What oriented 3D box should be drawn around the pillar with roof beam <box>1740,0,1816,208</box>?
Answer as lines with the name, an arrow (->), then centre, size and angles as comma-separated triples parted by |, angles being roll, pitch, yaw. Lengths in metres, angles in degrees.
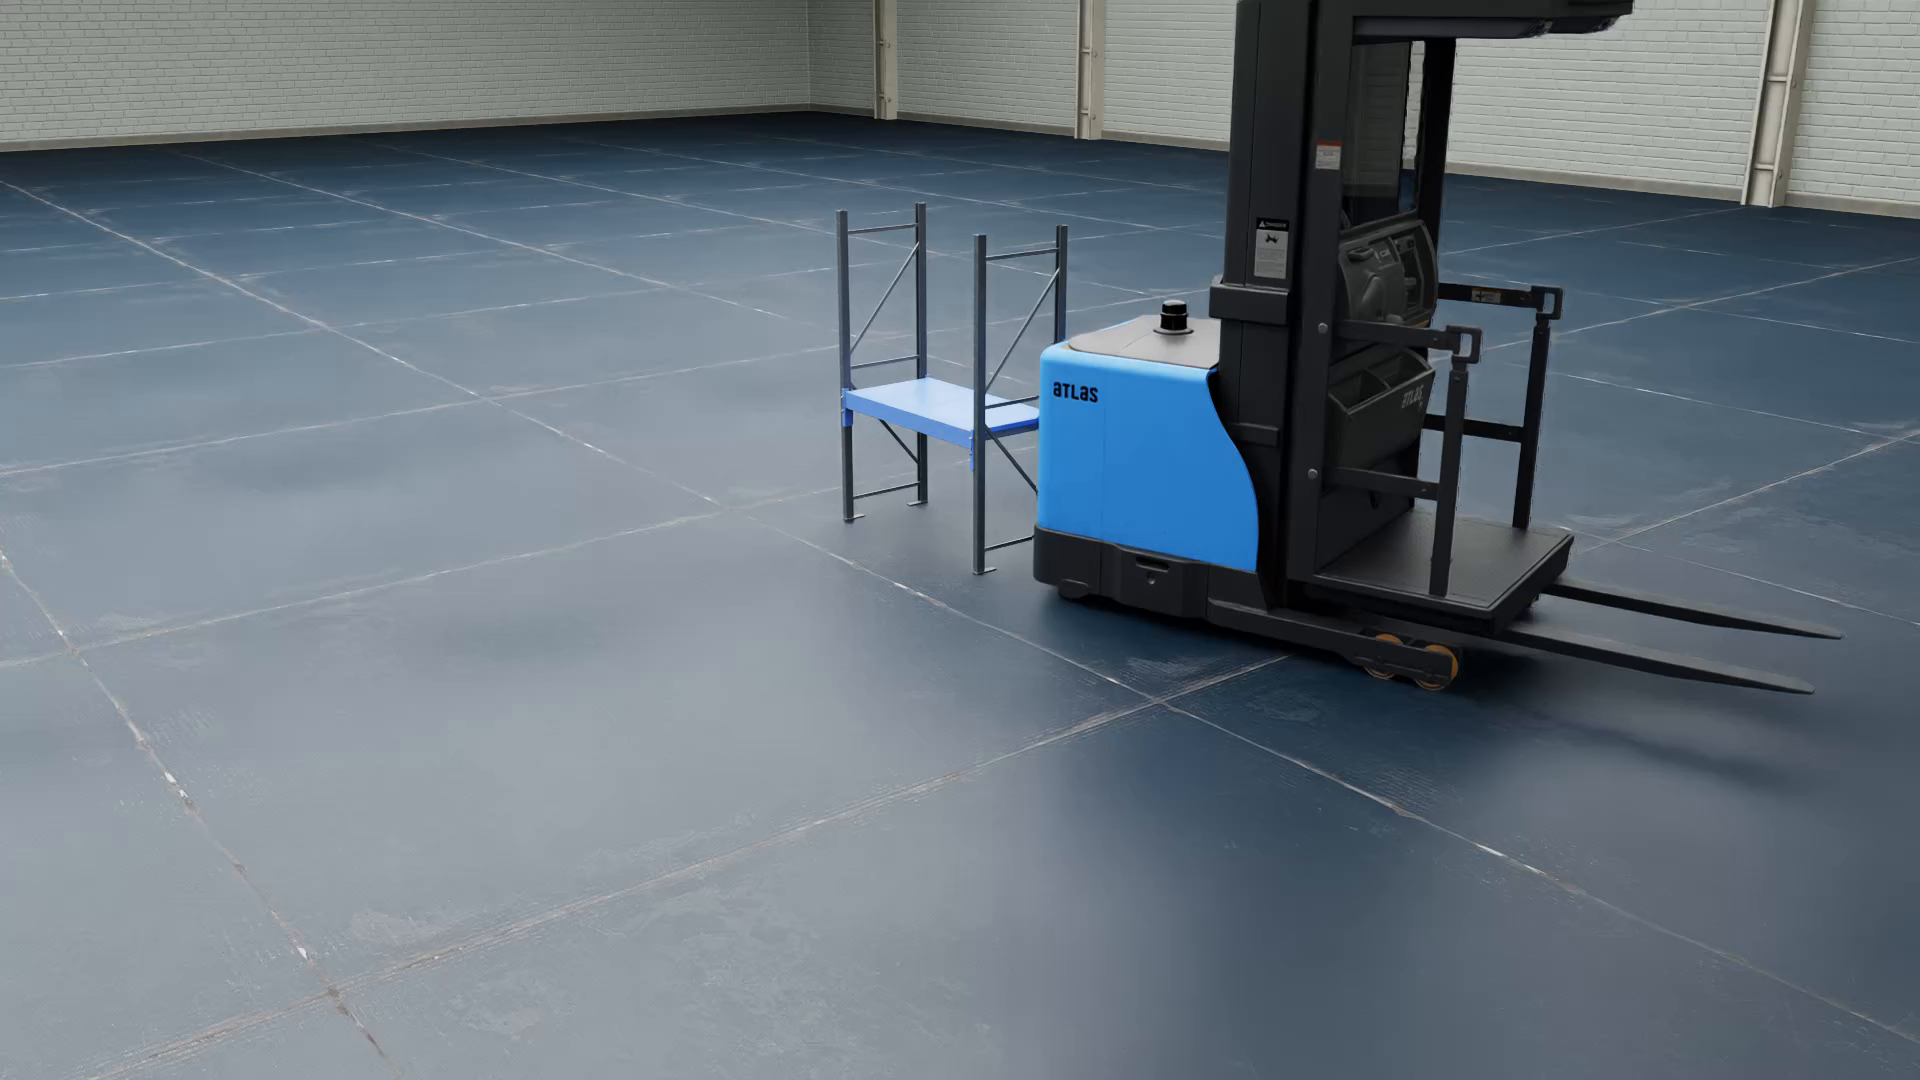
pillar with roof beam -> 6.318, -7.478, 16.132 | 9.100, 9.000, 0.400 | -14, 23, -36

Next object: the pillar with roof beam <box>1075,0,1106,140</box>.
pillar with roof beam -> -1.133, -10.435, 25.062 | 9.100, 9.000, 0.400 | -14, 23, -36

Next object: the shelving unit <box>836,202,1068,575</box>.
shelving unit -> -0.053, -0.733, 7.690 | 0.538, 1.500, 1.048 | -14, 23, -36

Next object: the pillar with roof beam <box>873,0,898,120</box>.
pillar with roof beam -> -4.858, -11.914, 29.526 | 9.100, 9.000, 0.400 | -14, 23, -36

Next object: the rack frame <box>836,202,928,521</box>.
rack frame -> -0.369, -0.858, 8.068 | 0.500, 1.500, 0.032 | -14, 23, -36

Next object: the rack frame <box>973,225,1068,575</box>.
rack frame -> 0.263, -0.608, 7.312 | 0.500, 1.500, 0.032 | -14, 23, -36

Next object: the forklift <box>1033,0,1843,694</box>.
forklift -> 1.817, -1.022, 6.285 | 3.031, 2.935, 1.130 | 12, 22, 33

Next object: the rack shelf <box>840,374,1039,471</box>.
rack shelf -> -0.053, -0.562, 7.747 | 0.538, 0.185, 1.000 | -14, 23, -36
